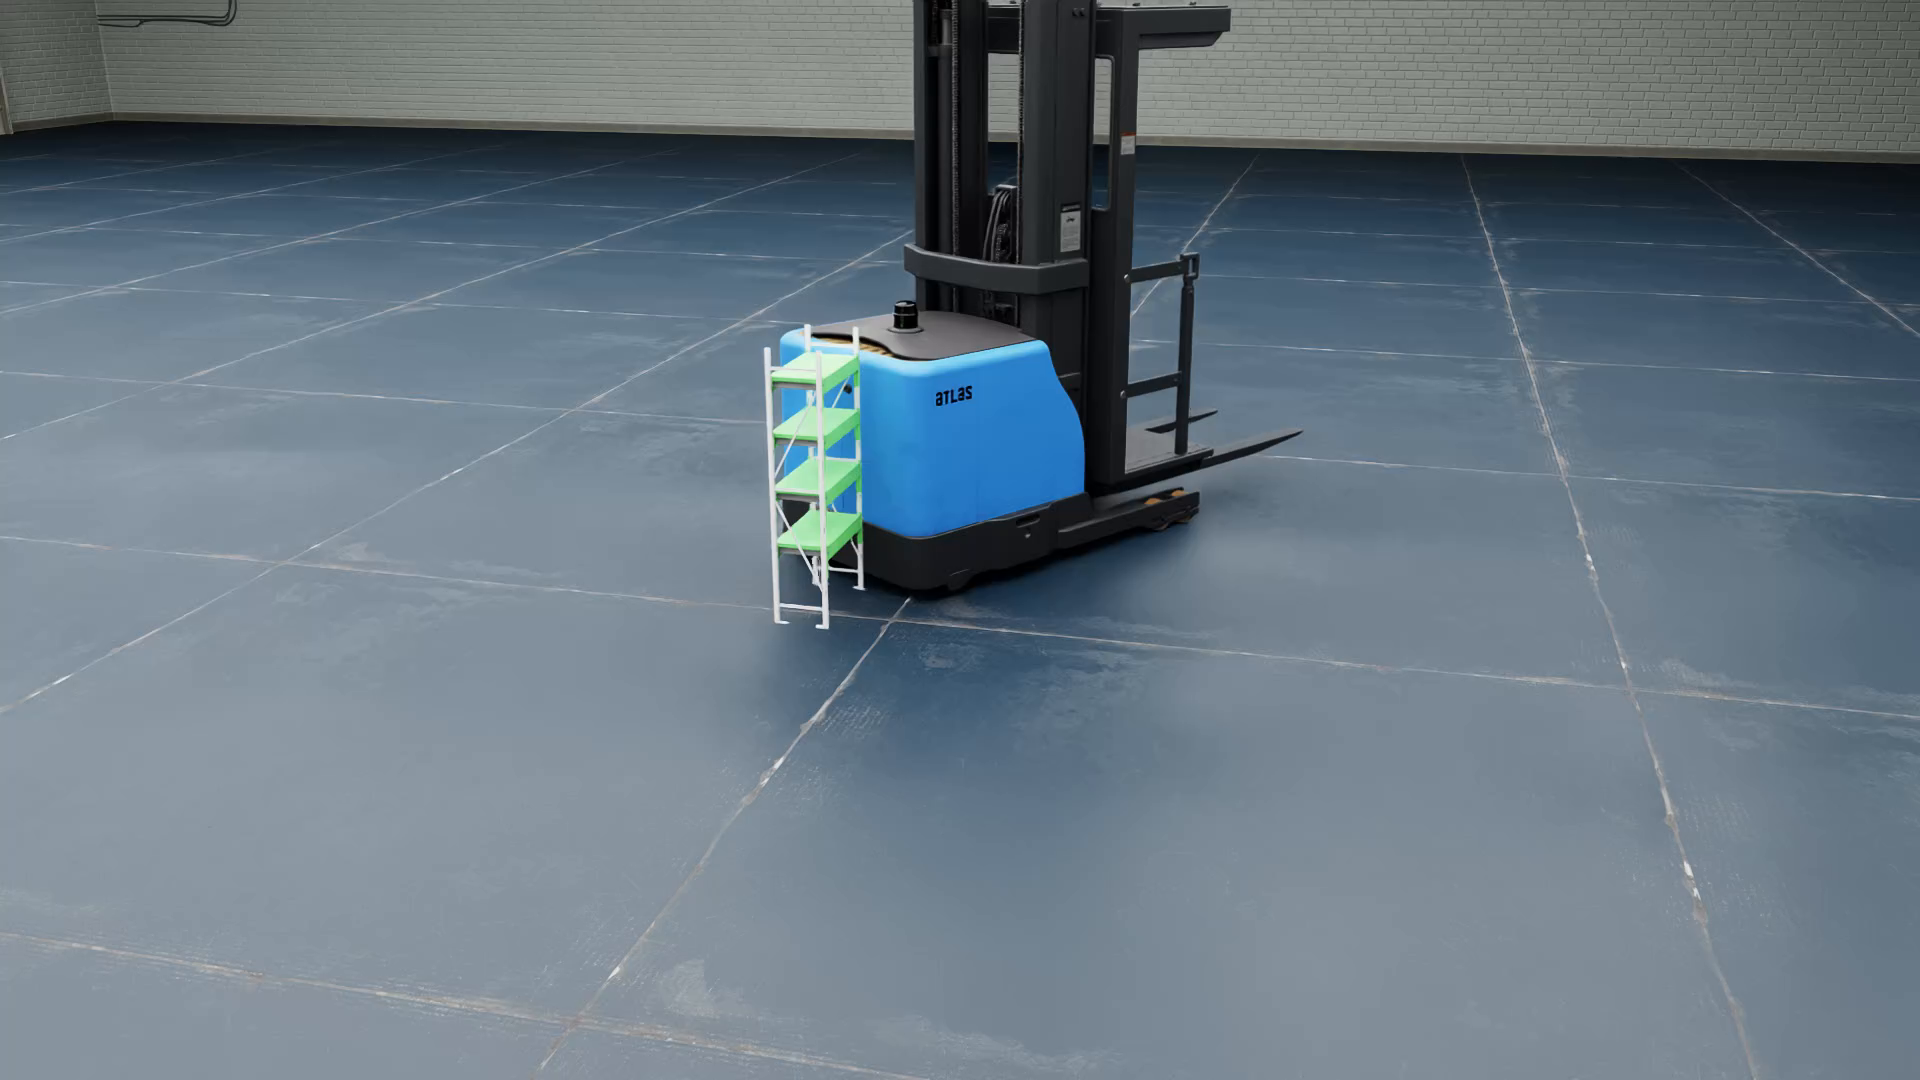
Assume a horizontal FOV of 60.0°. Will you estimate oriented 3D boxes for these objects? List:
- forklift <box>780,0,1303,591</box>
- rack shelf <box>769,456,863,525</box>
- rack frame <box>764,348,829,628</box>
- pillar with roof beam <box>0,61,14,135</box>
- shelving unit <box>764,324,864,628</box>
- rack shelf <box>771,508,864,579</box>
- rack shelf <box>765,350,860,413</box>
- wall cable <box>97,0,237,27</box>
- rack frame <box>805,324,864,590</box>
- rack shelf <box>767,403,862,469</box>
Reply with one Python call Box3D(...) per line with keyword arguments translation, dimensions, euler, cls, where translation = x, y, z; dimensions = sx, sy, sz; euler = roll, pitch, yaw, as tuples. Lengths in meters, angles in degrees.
Box3D(translation=(0.580, -1.541, 8.164), dimensions=(3.031, 2.935, 1.130), euler=(-16, 25, -40), cls="forklift")
Box3D(translation=(-0.616, -0.219, 7.170), dimensions=(0.258, 0.148, 0.480), euler=(5, 19, 14), cls="rack shelf")
Box3D(translation=(-0.678, -0.203, 6.926), dimensions=(0.240, 1.200, 0.015), euler=(5, 19, 14), cls="rack frame")
Box3D(translation=(-12.390, -10.896, 26.167), dimensions=(9.100, 9.000, 0.400), euler=(5, 19, 13), cls="pillar with roof beam")
Box3D(translation=(-0.616, -0.279, 7.149), dimensions=(0.258, 1.200, 0.503), euler=(5, 19, 14), cls="shelving unit")
Box3D(translation=(-0.616, 0.008, 7.247), dimensions=(0.258, 0.148, 0.480), euler=(5, 19, 14), cls="rack shelf")
Box3D(translation=(-0.616, -0.673, 7.015), dimensions=(0.258, 0.148, 0.480), euler=(5, 19, 14), cls="rack shelf")
Box3D(translation=(-14.562, -10.586, 30.062), dimensions=(3.097, 2.526, 0.112), euler=(5, 19, 13), cls="wall cable")
Box3D(translation=(-0.555, -0.356, 7.373), dimensions=(0.240, 1.200, 0.015), euler=(5, 19, 14), cls="rack frame")
Box3D(translation=(-0.616, -0.446, 7.092), dimensions=(0.258, 0.148, 0.480), euler=(5, 19, 14), cls="rack shelf")
